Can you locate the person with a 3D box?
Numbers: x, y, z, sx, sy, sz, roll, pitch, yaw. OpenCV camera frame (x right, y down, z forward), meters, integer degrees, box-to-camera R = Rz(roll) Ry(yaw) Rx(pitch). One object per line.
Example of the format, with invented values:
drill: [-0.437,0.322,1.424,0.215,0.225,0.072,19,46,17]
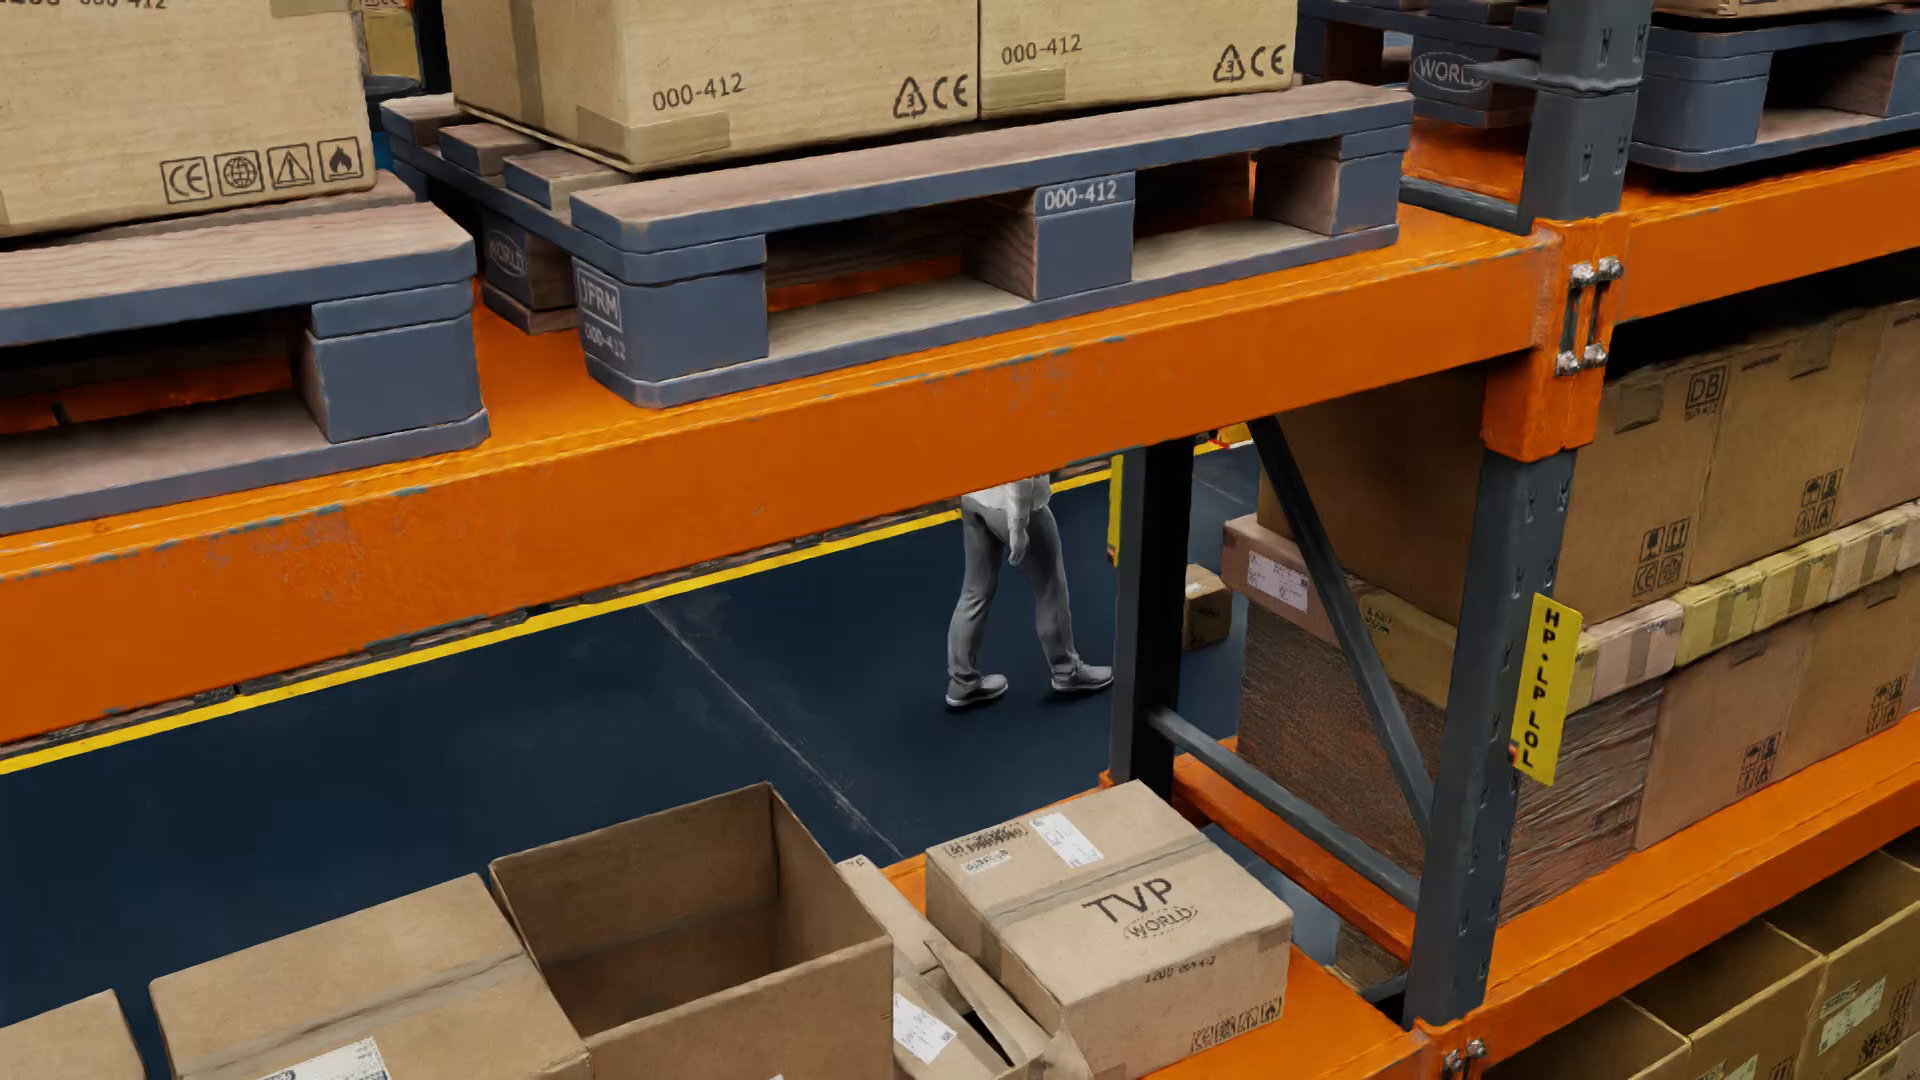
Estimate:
person: [0.246,-0.171,6.411,0.680,1.674,0.482,-17,30,-32]
